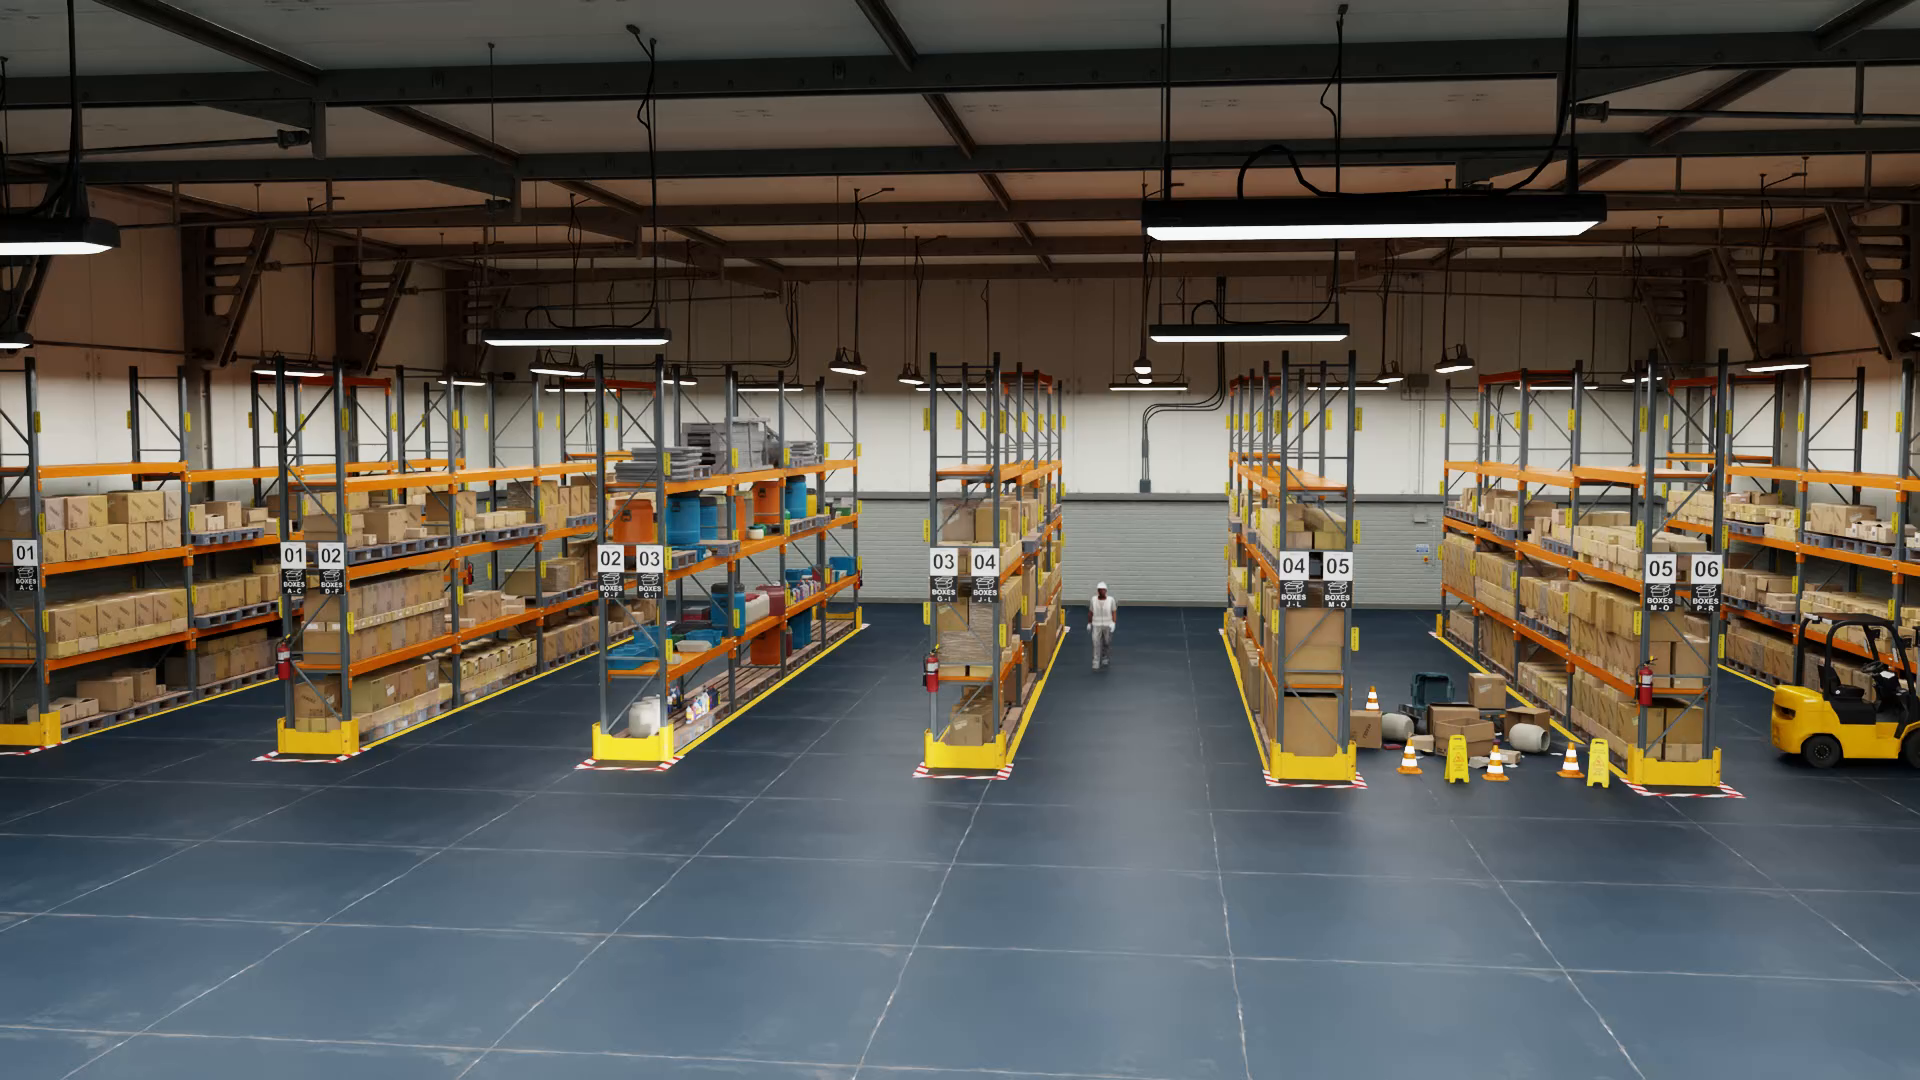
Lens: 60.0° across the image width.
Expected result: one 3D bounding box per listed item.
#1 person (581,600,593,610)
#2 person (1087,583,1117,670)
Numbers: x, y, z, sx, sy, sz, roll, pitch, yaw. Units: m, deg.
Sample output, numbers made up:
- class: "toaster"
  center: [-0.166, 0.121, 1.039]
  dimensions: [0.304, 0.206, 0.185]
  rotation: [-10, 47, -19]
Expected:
- class: "person"
  center: [-9.324, 1.170, 41.691]
  dimensions: [0.705, 1.762, 0.601]
  rotation: [-4, 6, -44]
- class: "person"
  center: [2.880, 1.726, 33.675]
  dimensions: [0.592, 1.715, 1.054]
  rotation: [0, 4, 2]
